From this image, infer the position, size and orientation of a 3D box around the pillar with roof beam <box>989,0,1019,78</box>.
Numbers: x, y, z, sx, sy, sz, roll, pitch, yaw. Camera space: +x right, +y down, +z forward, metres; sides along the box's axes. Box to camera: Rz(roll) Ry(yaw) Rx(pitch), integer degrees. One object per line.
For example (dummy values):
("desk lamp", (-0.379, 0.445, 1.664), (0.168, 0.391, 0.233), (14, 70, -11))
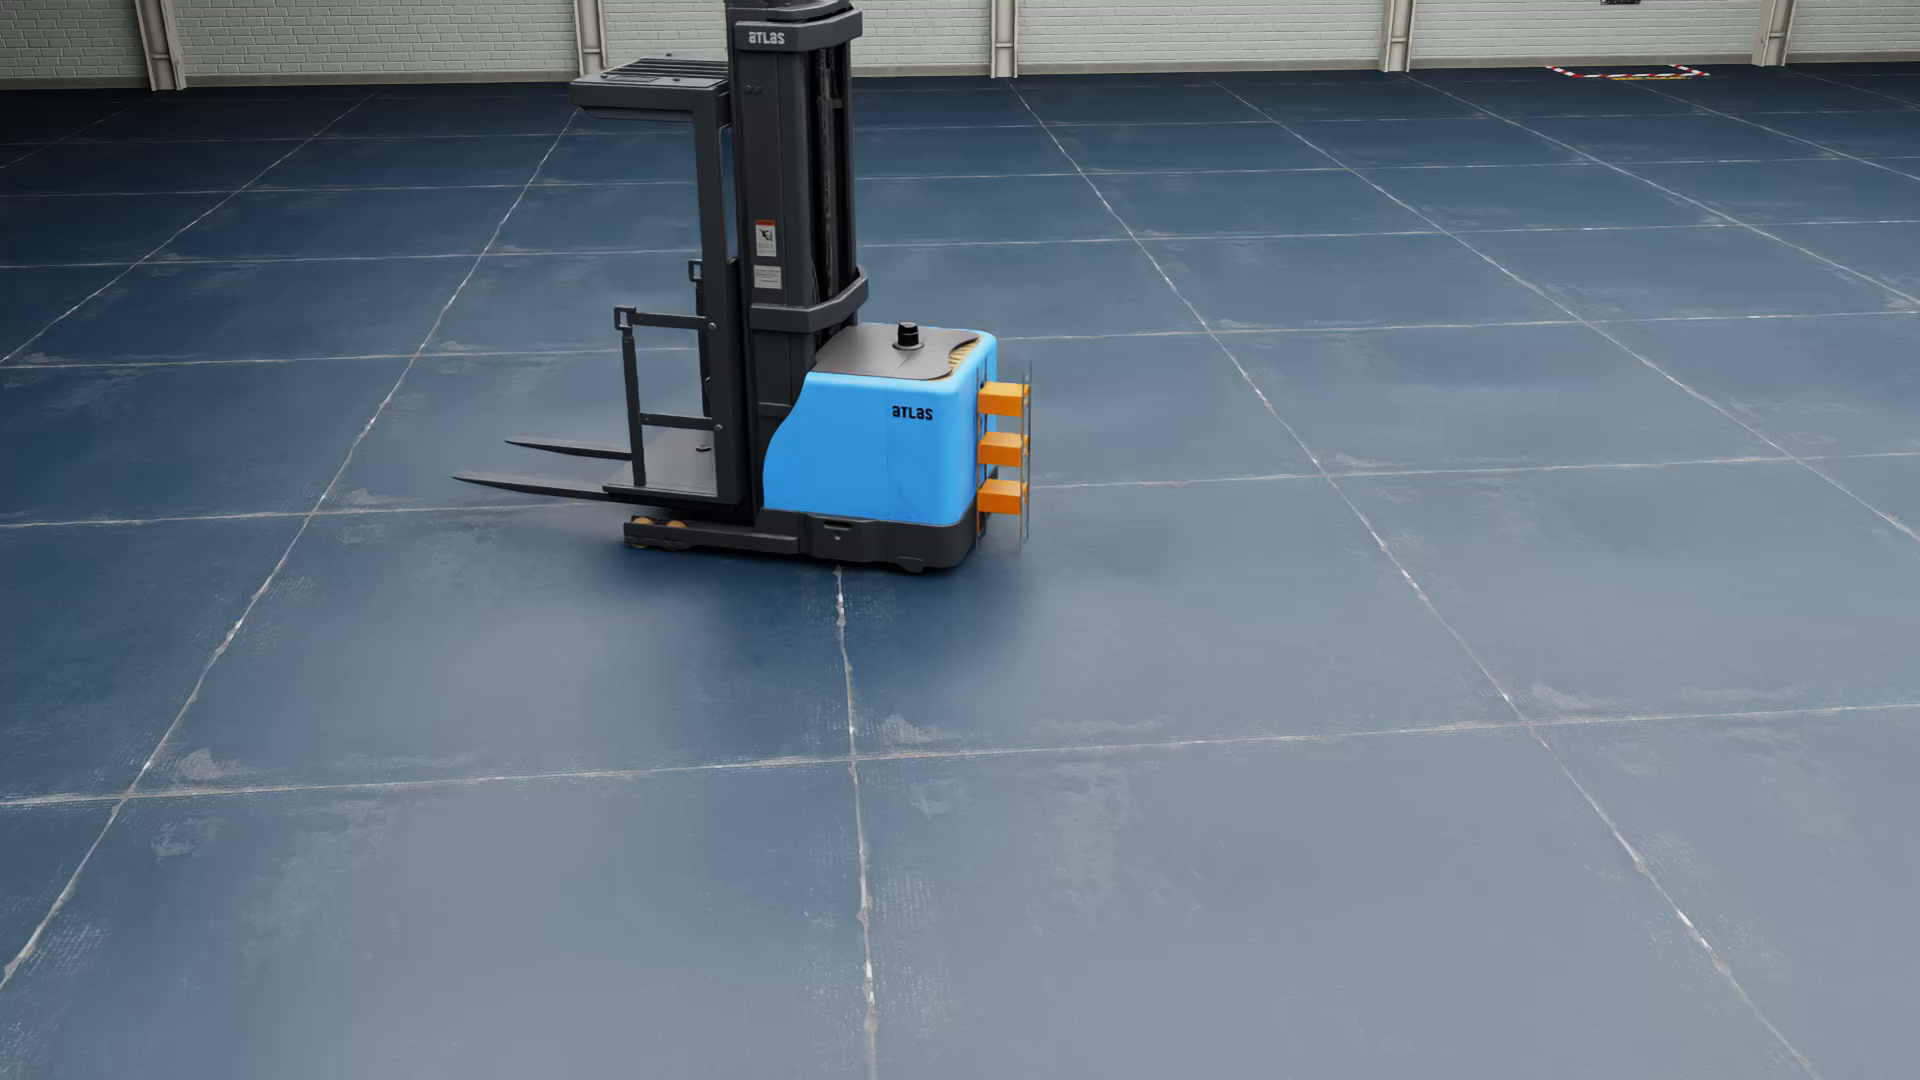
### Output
("pillar with roof beam", (1.067, -9.304, 19.103), (0.400, 9.000, 9.100), (-2, 24, -5))

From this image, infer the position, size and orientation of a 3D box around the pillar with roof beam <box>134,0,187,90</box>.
("pillar with roof beam", (-10.875, -8.825, 18.026), (0.400, 9.000, 9.100), (-2, 24, -5))

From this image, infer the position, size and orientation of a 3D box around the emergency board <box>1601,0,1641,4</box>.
("emergency board", (10.112, -8.706, 25.143), (0.626, 1.169, 0.157), (-2, 24, -5))

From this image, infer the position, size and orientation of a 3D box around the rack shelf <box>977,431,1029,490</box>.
("rack shelf", (0.235, -0.438, 8.969), (0.240, 0.259, 0.215), (6, 25, 13))

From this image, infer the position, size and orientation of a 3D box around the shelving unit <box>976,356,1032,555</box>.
("shelving unit", (0.235, -0.448, 8.965), (0.252, 1.050, 0.215), (6, 25, 13))

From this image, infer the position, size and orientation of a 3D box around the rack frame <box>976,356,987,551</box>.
("rack frame", (0.117, -0.460, 8.992), (0.008, 1.050, 0.200), (6, 25, 13))

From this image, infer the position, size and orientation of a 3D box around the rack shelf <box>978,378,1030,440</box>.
("rack shelf", (0.235, -0.697, 8.854), (0.240, 0.259, 0.215), (6, 25, 13))

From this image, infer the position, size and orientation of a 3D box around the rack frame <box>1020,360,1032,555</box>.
("rack frame", (0.354, -0.435, 8.937), (0.008, 1.050, 0.200), (6, 25, 13))

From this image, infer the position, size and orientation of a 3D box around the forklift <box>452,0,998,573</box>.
("forklift", (-1.357, -1.474, 8.958), (3.031, 2.935, 1.130), (6, 25, 13))

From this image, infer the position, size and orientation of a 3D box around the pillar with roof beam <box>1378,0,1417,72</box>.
("pillar with roof beam", (7.038, -9.544, 19.642), (0.400, 9.000, 9.100), (-2, 24, -5))

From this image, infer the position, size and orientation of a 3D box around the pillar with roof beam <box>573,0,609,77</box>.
("pillar with roof beam", (-4.904, -9.065, 18.565), (0.400, 9.000, 9.100), (-2, 24, -5))

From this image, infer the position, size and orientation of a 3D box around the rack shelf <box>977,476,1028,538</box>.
("rack shelf", (0.235, -0.184, 9.082), (0.240, 0.259, 0.215), (6, 25, 13))

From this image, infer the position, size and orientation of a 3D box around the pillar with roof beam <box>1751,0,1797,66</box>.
("pillar with roof beam", (13.009, -9.783, 20.181), (0.400, 9.000, 9.100), (-2, 24, -5))
